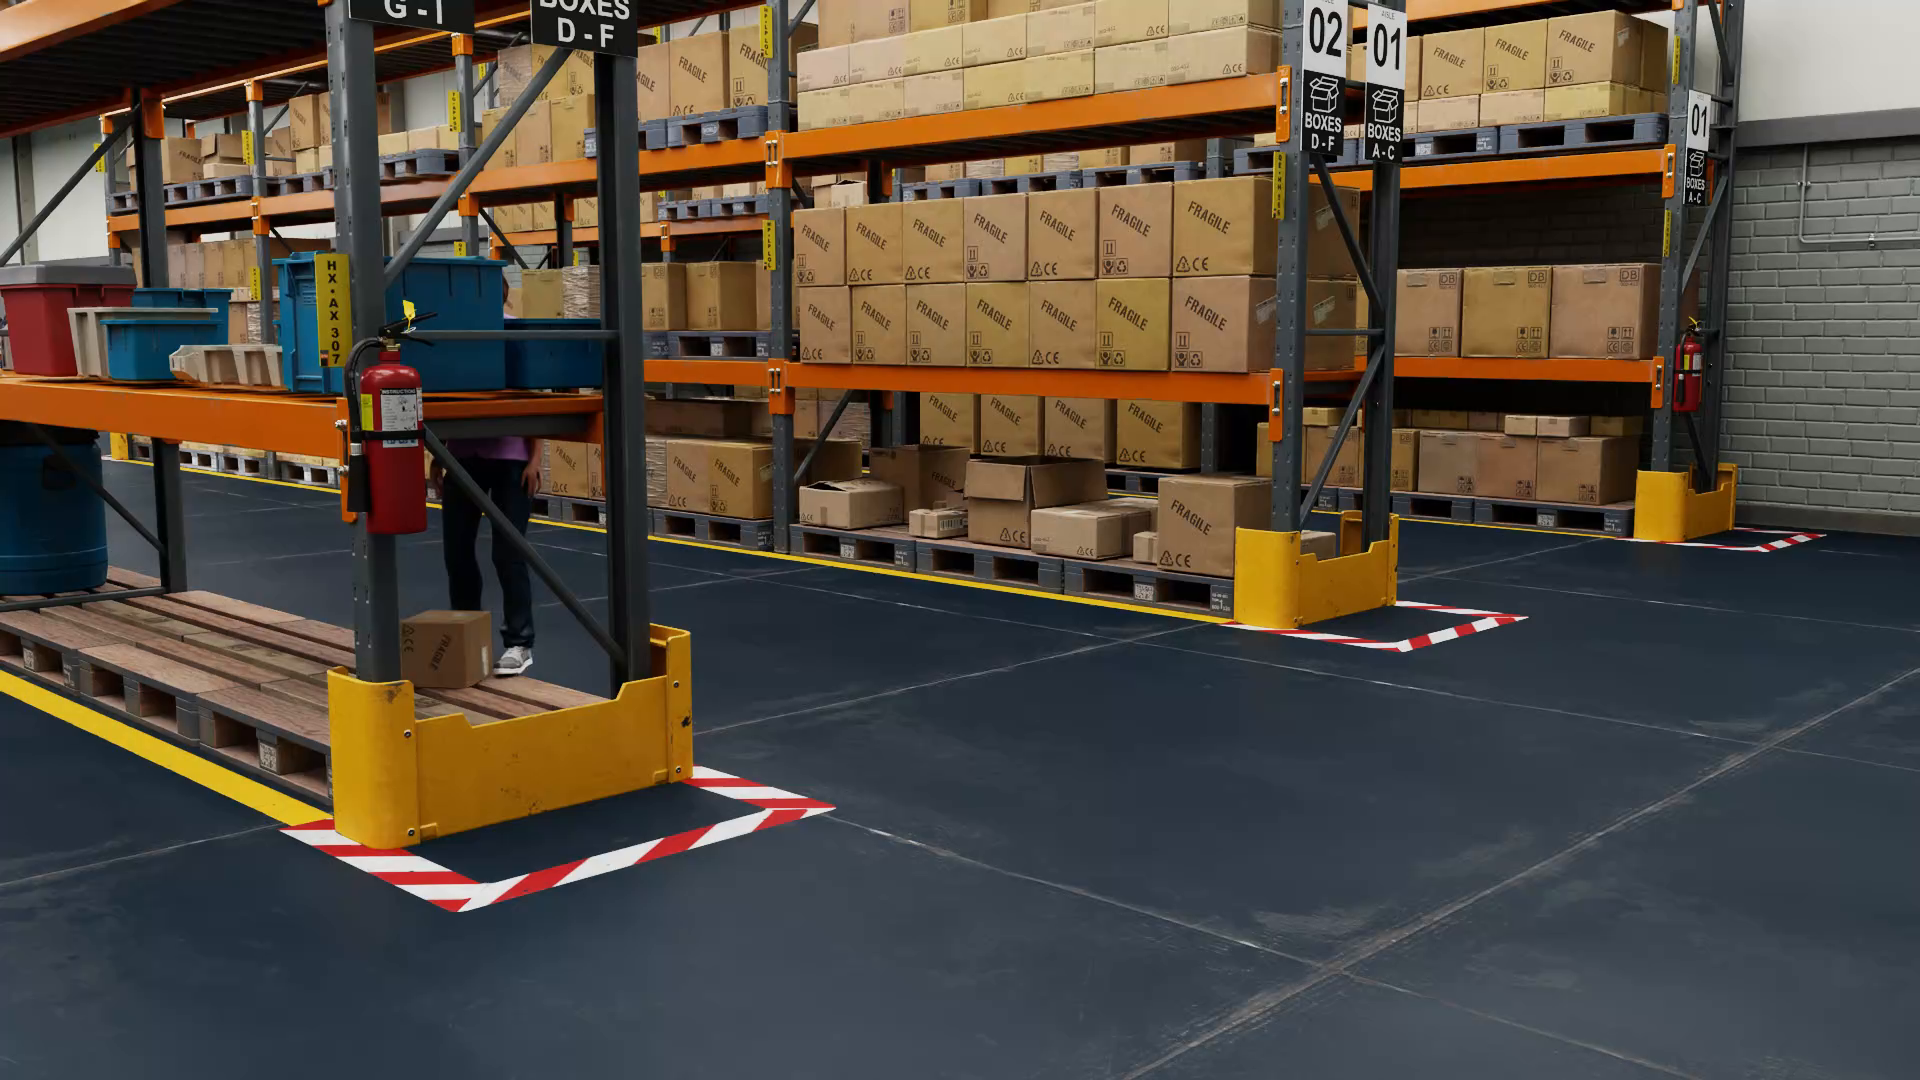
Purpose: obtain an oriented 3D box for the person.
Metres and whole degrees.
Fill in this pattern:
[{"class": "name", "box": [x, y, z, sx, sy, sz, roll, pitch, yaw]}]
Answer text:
[{"class": "person", "box": [-1.821, -0.283, 6.403, 0.482, 1.589, 0.347, 2, 7, 13]}]
